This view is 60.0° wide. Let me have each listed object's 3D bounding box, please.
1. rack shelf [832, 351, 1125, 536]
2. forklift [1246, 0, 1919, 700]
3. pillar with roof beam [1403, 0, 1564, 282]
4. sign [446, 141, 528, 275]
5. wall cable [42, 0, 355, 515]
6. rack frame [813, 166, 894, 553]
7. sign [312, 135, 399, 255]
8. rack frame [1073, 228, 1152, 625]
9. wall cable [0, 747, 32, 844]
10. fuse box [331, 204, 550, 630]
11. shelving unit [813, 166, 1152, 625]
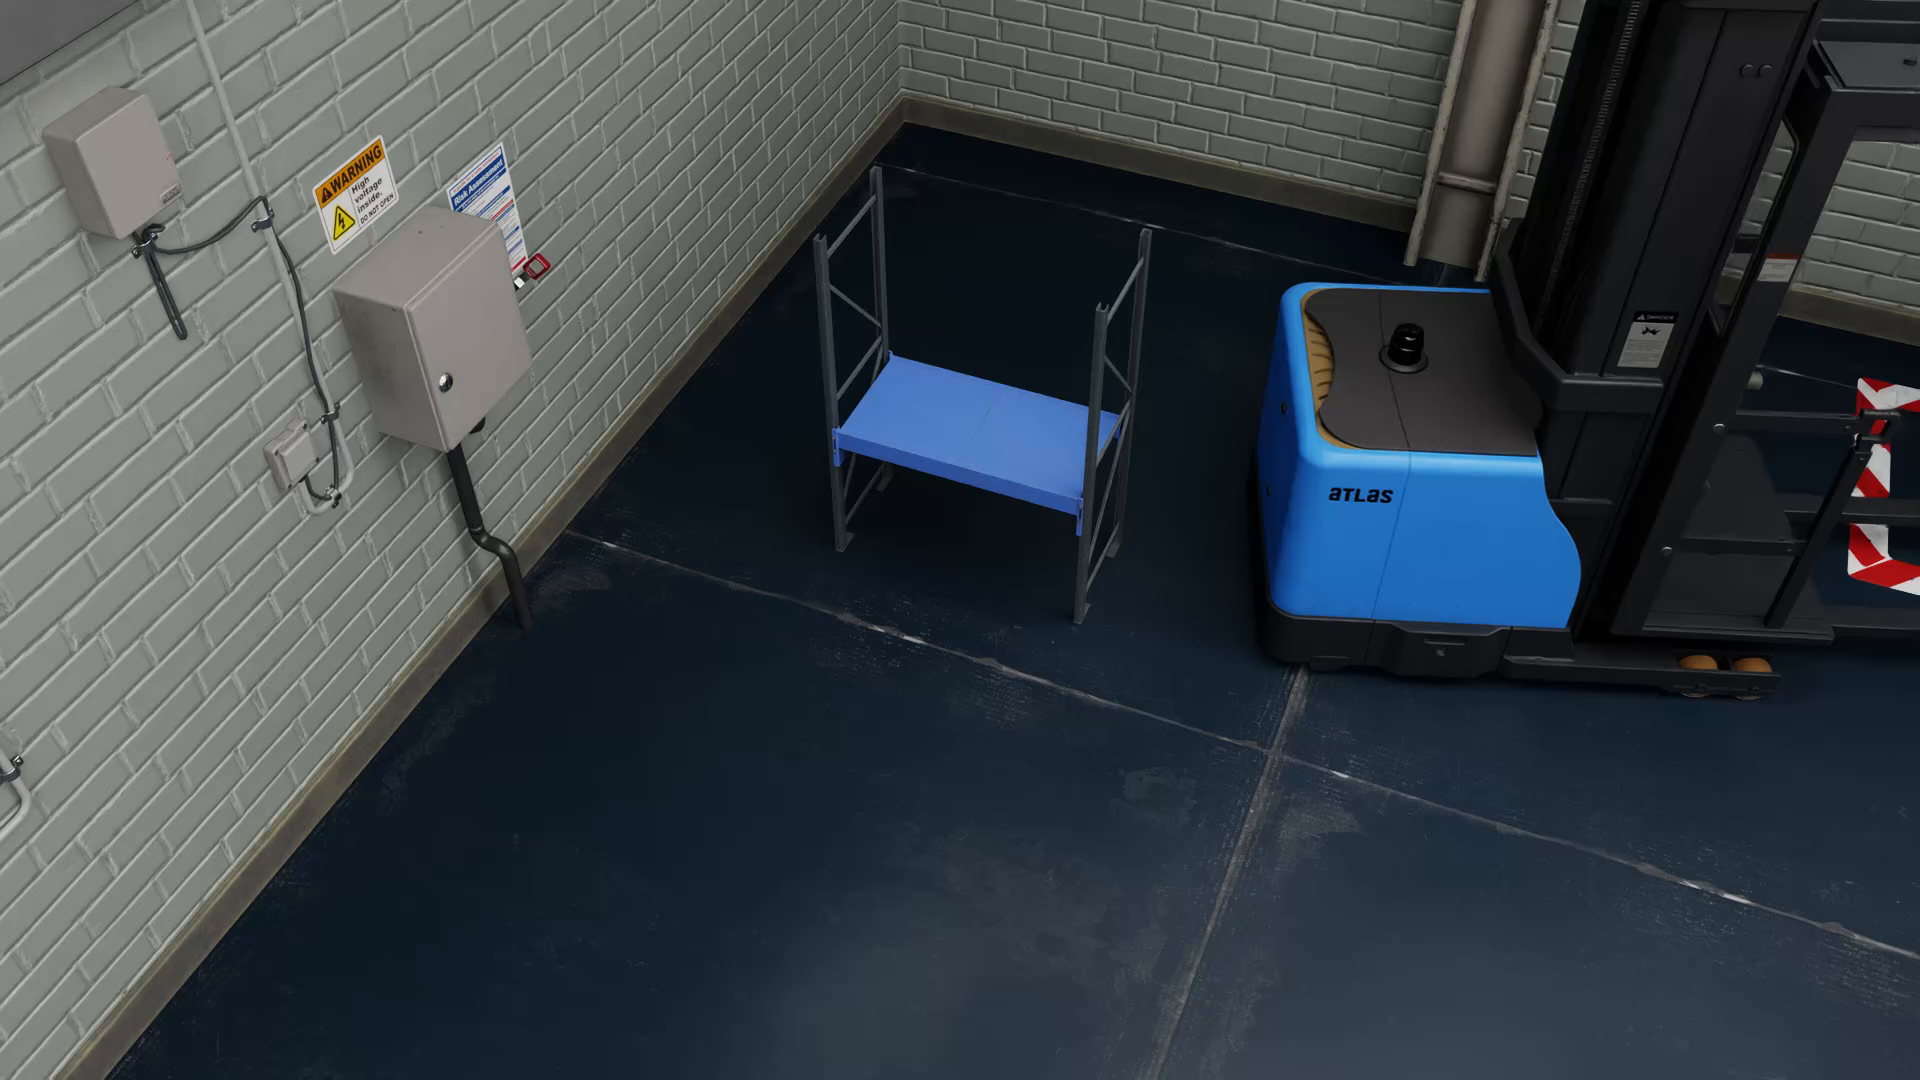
[{"bbox_3d":[0.079,-0.381,6.325,1.000,0.185,0.538,16,47,16],"label":"rack shelf"},{"bbox_3d":[2.666,-0.838,5.514,3.031,2.935,1.130,3,45,3],"label":"forklift"},{"bbox_3d":[0.740,-1.779,2.158,0.400,9.000,9.100,16,47,16],"label":"pillar with roof beam"},{"bbox_3d":[-1.639,-1.091,5.788,0.001,0.494,0.329,16,47,16],"label":"sign"},{"bbox_3d":[-2.046,-0.706,4.613,0.122,1.984,0.588,16,47,16],"label":"wall cable"},{"bbox_3d":[-0.390,-0.647,6.336,0.032,1.500,0.500,16,47,16],"label":"rack frame"},{"bbox_3d":[-1.850,-1.060,5.104,0.001,0.242,0.339,16,47,16],"label":"sign"},{"bbox_3d":[0.548,-0.370,6.059,0.032,1.500,0.500,16,47,16],"label":"rack frame"},{"bbox_3d":[-2.581,0.209,3.671,0.123,1.953,0.585,16,47,16],"label":"wall cable"},{"bbox_3d":[-1.638,-0.291,5.829,0.414,1.711,0.539,16,47,16],"label":"fuse box"},{"bbox_3d":[0.079,-0.508,6.198,1.048,1.500,0.538,16,47,16],"label":"shelving unit"}]
